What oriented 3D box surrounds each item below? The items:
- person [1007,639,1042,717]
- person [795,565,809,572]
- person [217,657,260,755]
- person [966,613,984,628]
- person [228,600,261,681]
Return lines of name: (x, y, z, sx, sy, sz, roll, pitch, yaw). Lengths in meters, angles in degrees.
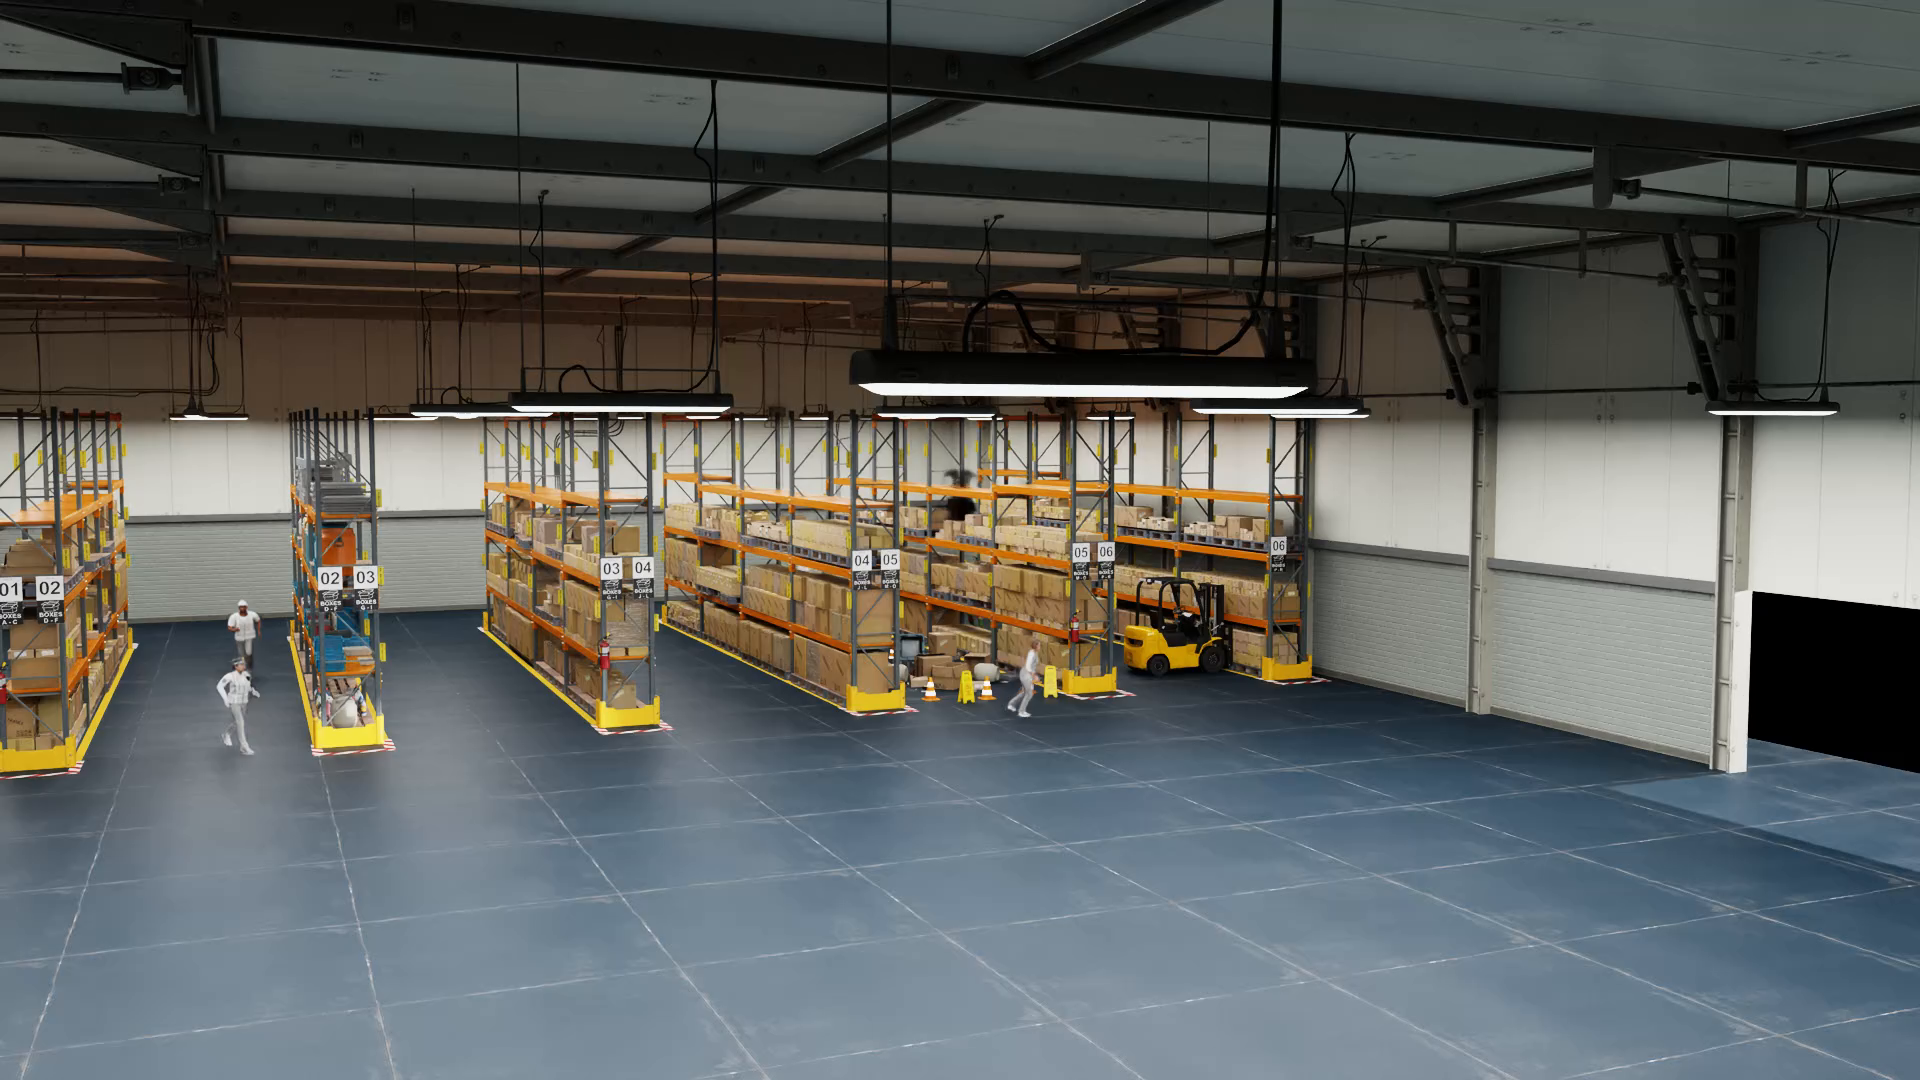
person: (1.257, 2.689, 32.460, 0.690, 1.531, 0.521, 1, 4, 9)
person: (-4.872, 1.281, 51.341, 0.893, 1.681, 0.614, -3, 5, -38)
person: (-12.618, 2.862, 28.961, 0.916, 1.693, 0.589, 2, 4, 27)
person: (0.454, 1.640, 45.635, 0.614, 1.764, 0.855, -3, 5, -35)
person: (-15.990, 2.244, 37.163, 0.653, 1.811, 0.833, -1, 4, -16)
